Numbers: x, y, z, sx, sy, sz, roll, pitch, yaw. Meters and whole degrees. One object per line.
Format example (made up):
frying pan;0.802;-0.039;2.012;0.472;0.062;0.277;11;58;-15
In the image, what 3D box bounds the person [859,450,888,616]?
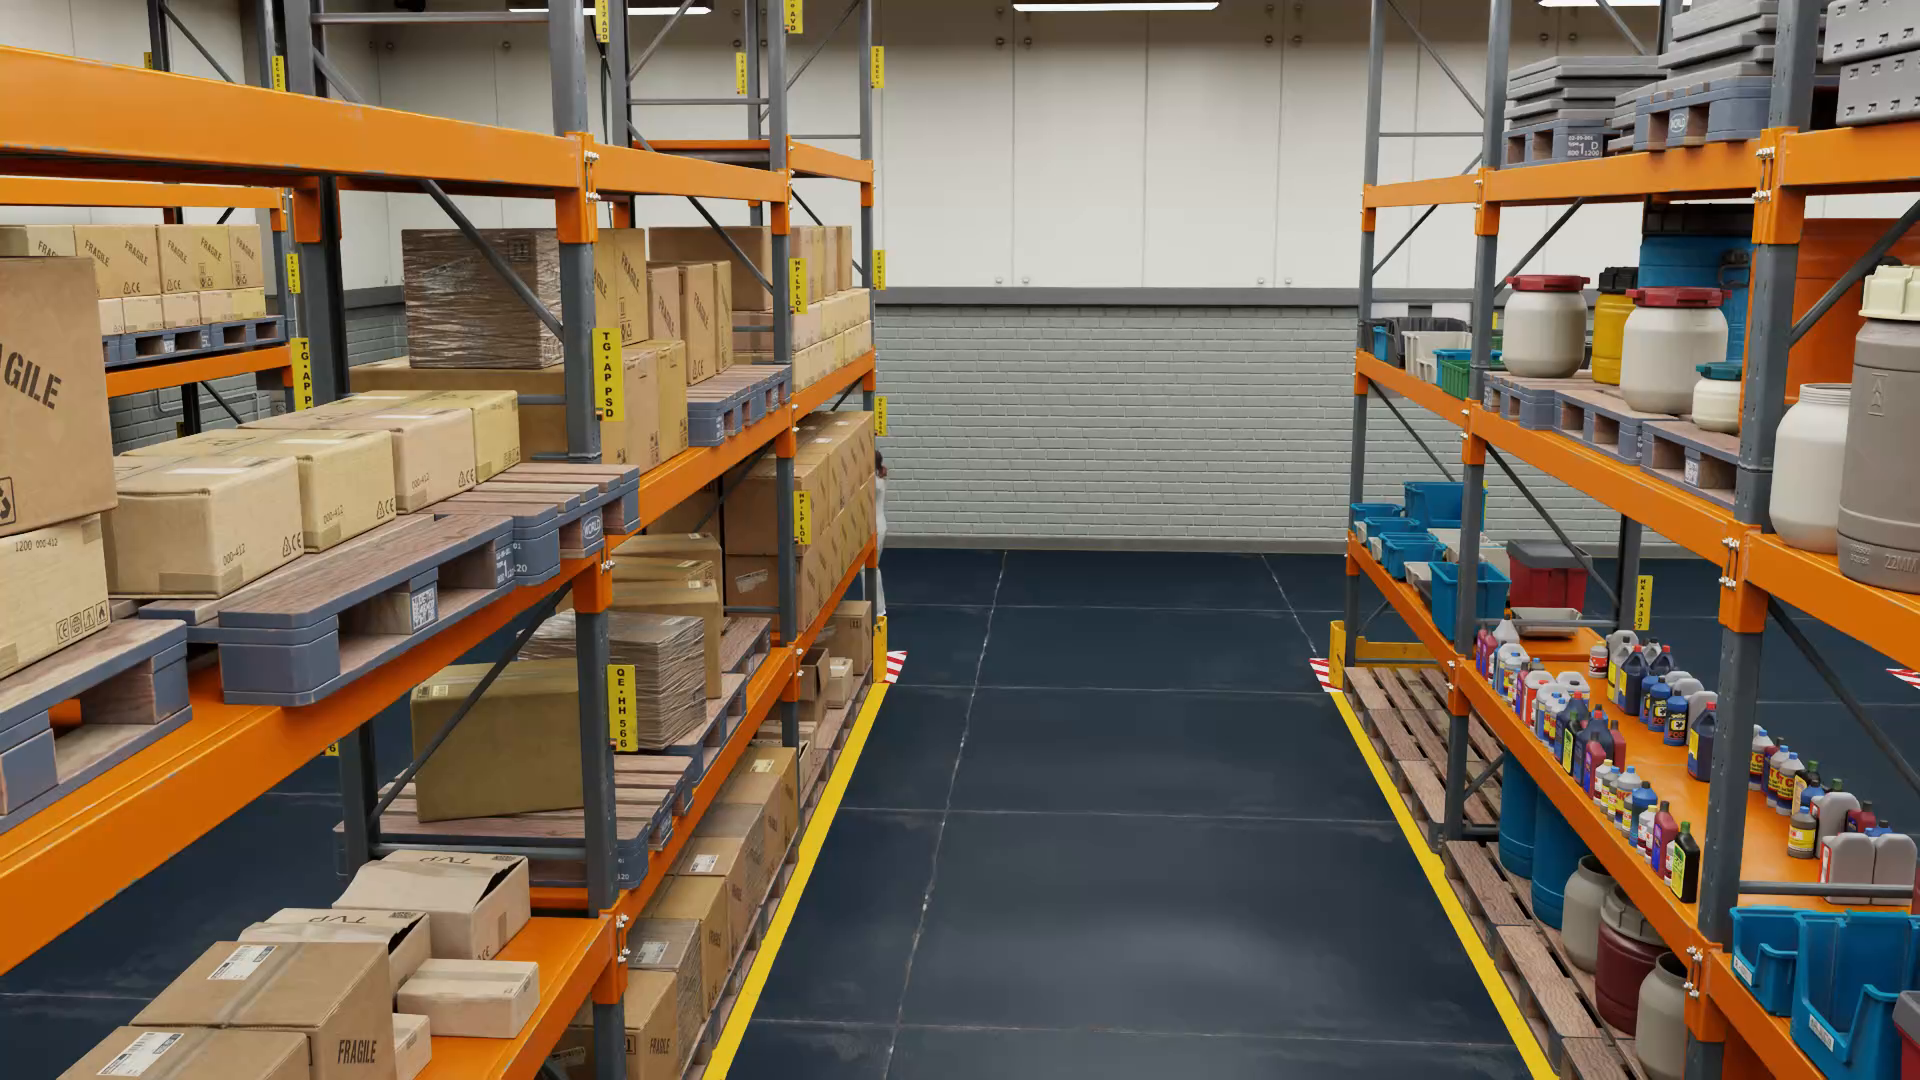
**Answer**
person;-0.953;-0.044;16.246;0.524;1.650;0.409;1;11;3
